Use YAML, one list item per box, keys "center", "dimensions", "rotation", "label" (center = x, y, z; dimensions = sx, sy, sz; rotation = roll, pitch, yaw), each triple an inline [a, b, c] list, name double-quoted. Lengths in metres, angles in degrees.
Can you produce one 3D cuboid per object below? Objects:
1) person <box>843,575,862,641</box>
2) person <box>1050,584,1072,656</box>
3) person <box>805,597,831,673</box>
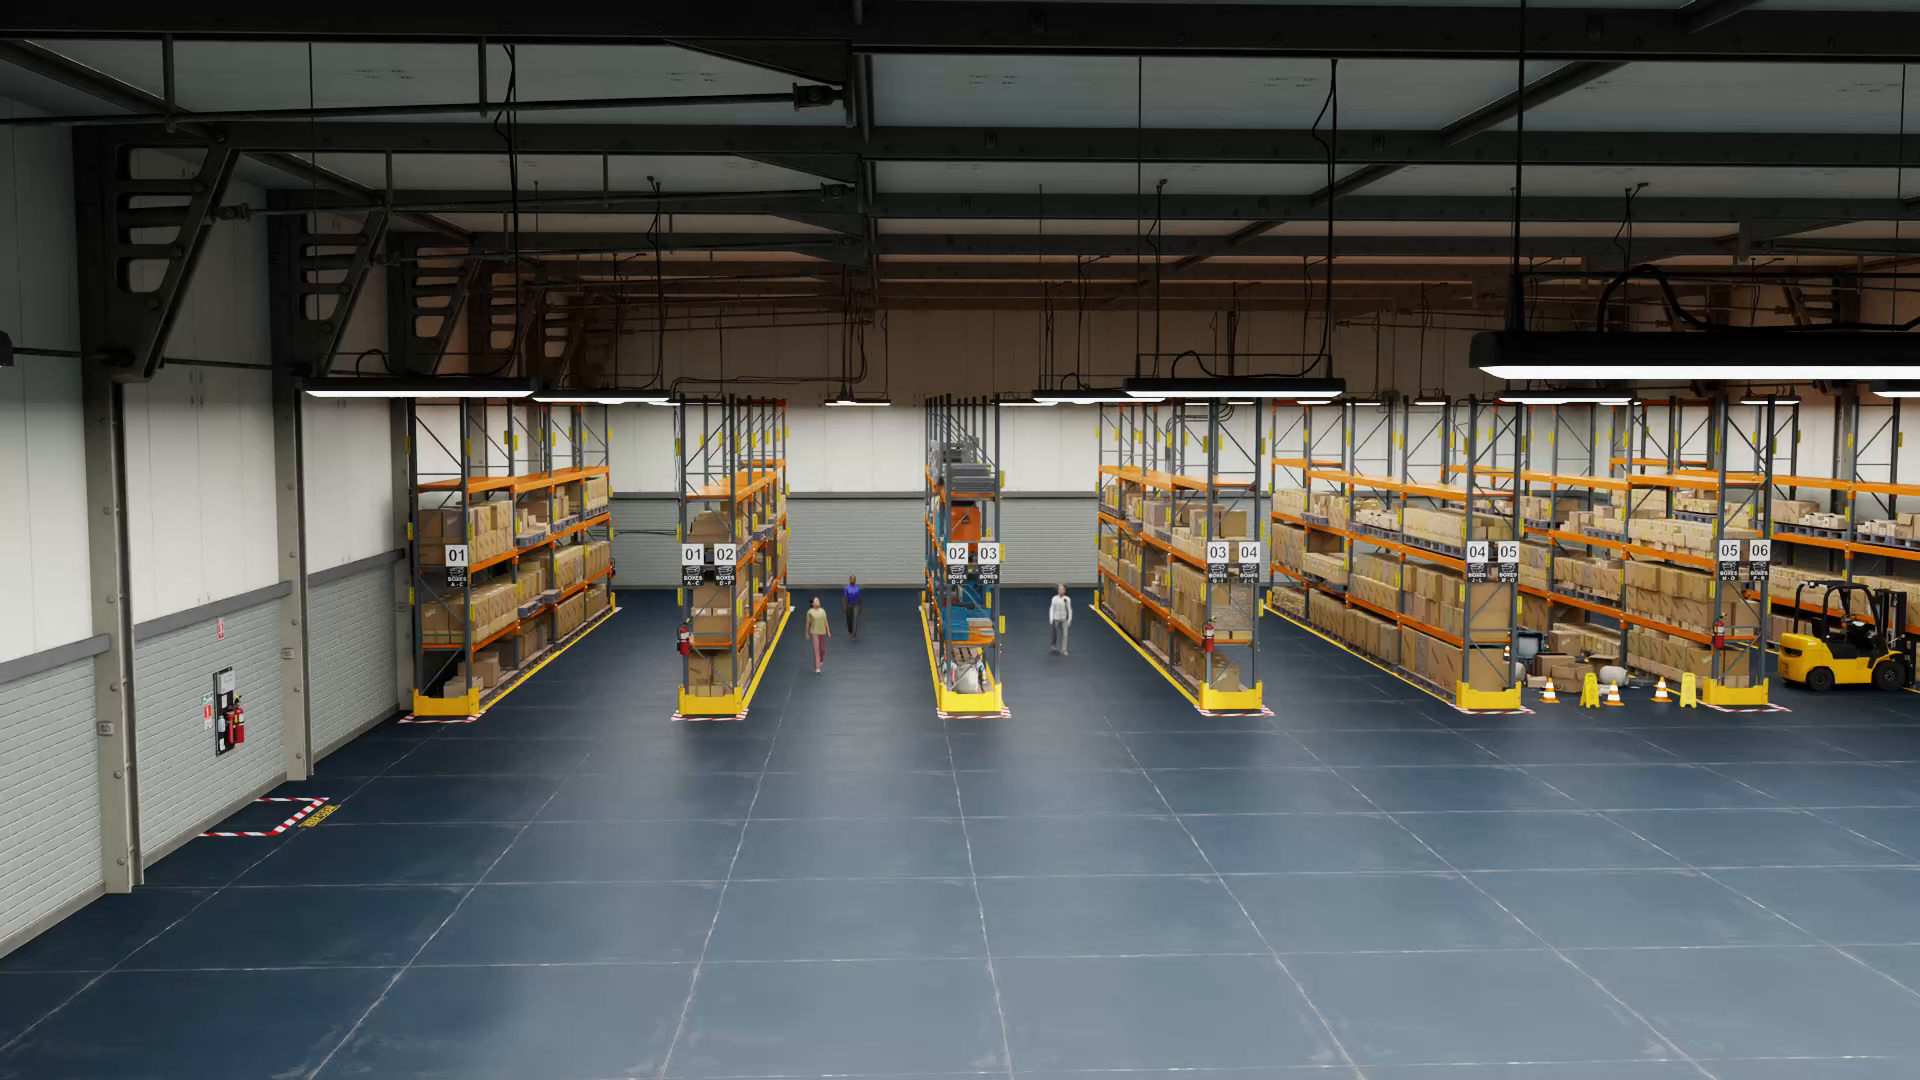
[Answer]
- center: [-2.661, 1.668, 41.156]
  dimensions: [0.469, 1.607, 0.942]
  rotation: [0, 5, 1]
  label: "person"
- center: [2.339, 1.839, 38.707]
  dimensions: [0.555, 1.646, 0.952]
  rotation: [-1, 5, -9]
  label: "person"
- center: [-3.097, 2.038, 36.208]
  dimensions: [0.540, 1.621, 0.961]
  rotation: [-1, 5, -14]
  label: "person"
